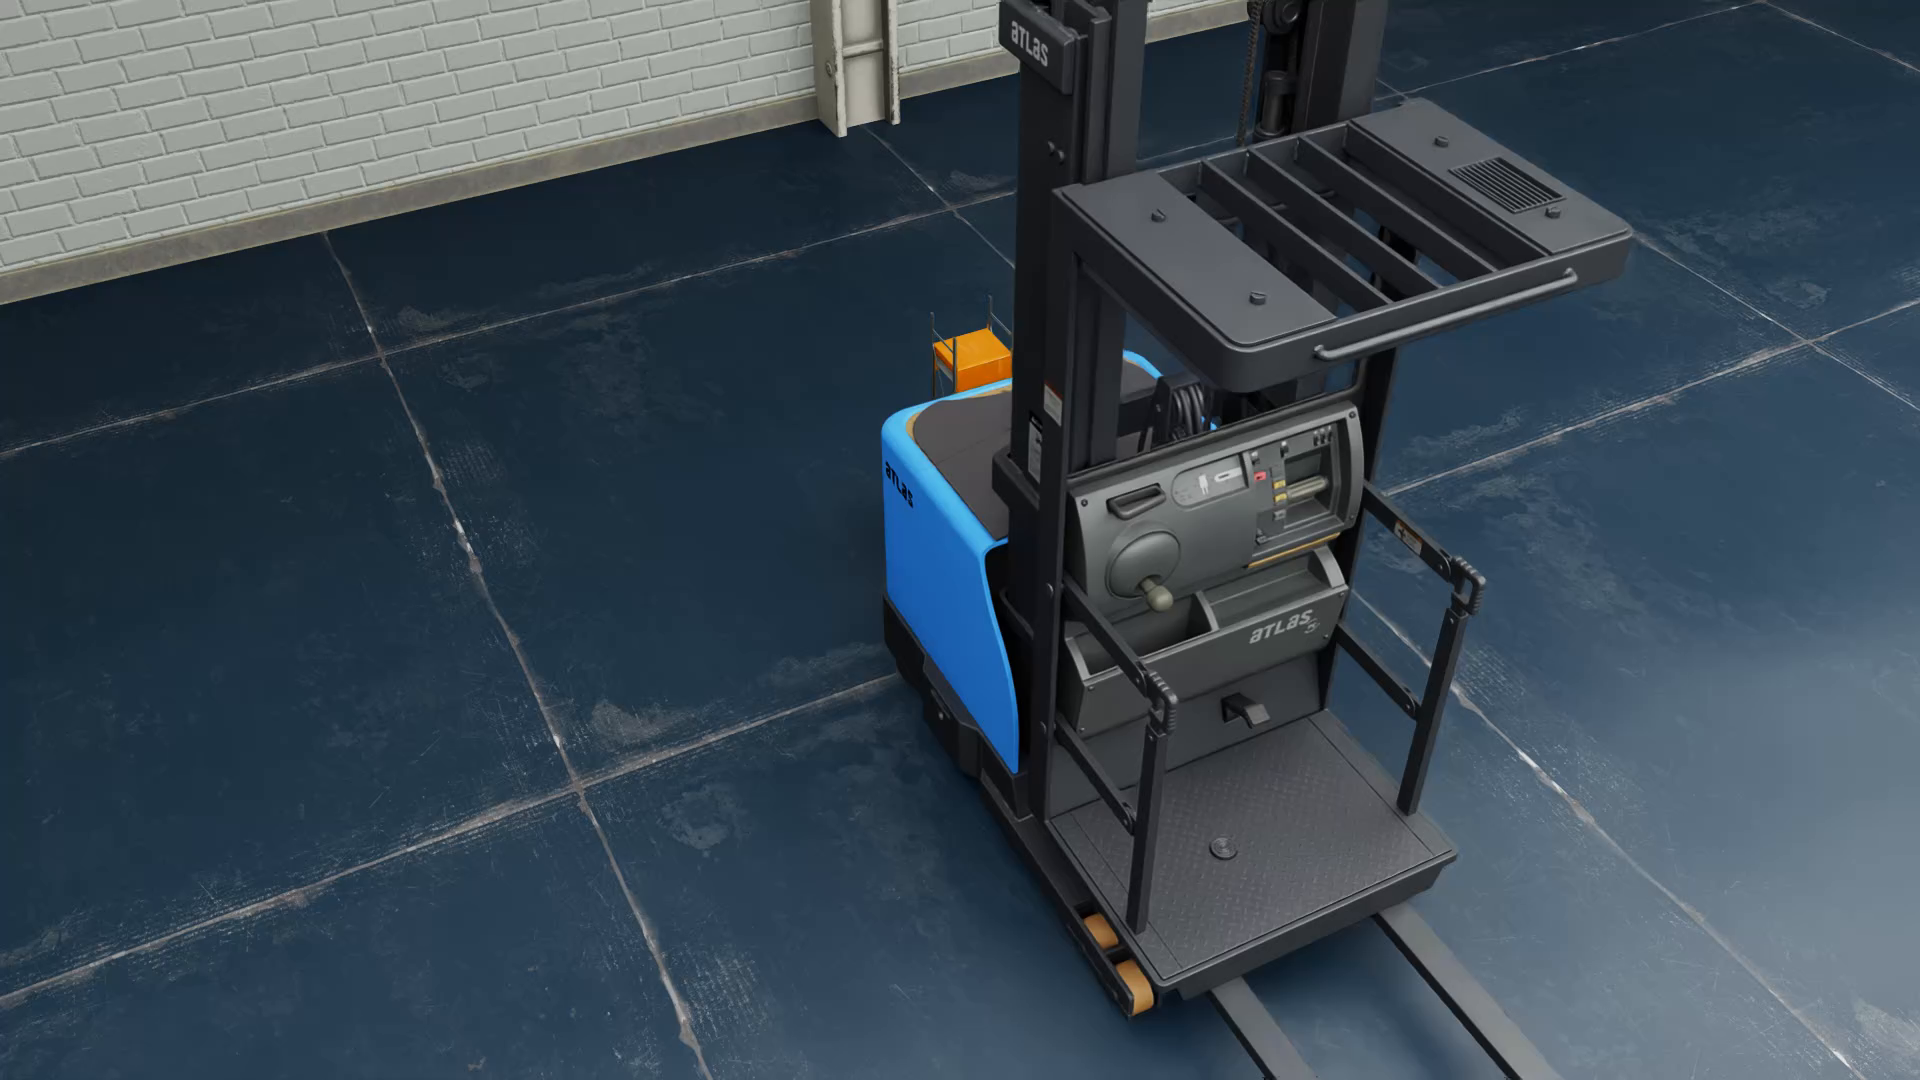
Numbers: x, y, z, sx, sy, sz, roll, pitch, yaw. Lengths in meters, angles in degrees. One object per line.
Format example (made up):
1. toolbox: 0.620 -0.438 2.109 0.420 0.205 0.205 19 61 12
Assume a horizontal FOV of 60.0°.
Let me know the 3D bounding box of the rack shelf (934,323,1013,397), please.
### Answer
1. rack shelf: 0.047 -0.625 6.253 0.240 0.259 0.215 -19 44 -21

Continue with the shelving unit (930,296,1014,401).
1. shelving unit: 0.047 -0.417 6.430 0.252 1.050 0.215 -19 44 -21

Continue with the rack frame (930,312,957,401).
1. rack frame: -0.061 -0.380 6.387 0.008 1.050 0.200 -19 44 -21

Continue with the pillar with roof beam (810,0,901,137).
1. pillar with roof beam: 1.401 -3.404 3.806 0.400 9.000 9.100 -19 44 -21

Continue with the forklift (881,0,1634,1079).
1. forklift: 0.833 -0.012 4.495 1.130 2.935 3.031 -18 43 -20

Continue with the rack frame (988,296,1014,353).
1. rack frame: 0.156 -0.453 6.473 0.008 1.050 0.200 -19 44 -21
